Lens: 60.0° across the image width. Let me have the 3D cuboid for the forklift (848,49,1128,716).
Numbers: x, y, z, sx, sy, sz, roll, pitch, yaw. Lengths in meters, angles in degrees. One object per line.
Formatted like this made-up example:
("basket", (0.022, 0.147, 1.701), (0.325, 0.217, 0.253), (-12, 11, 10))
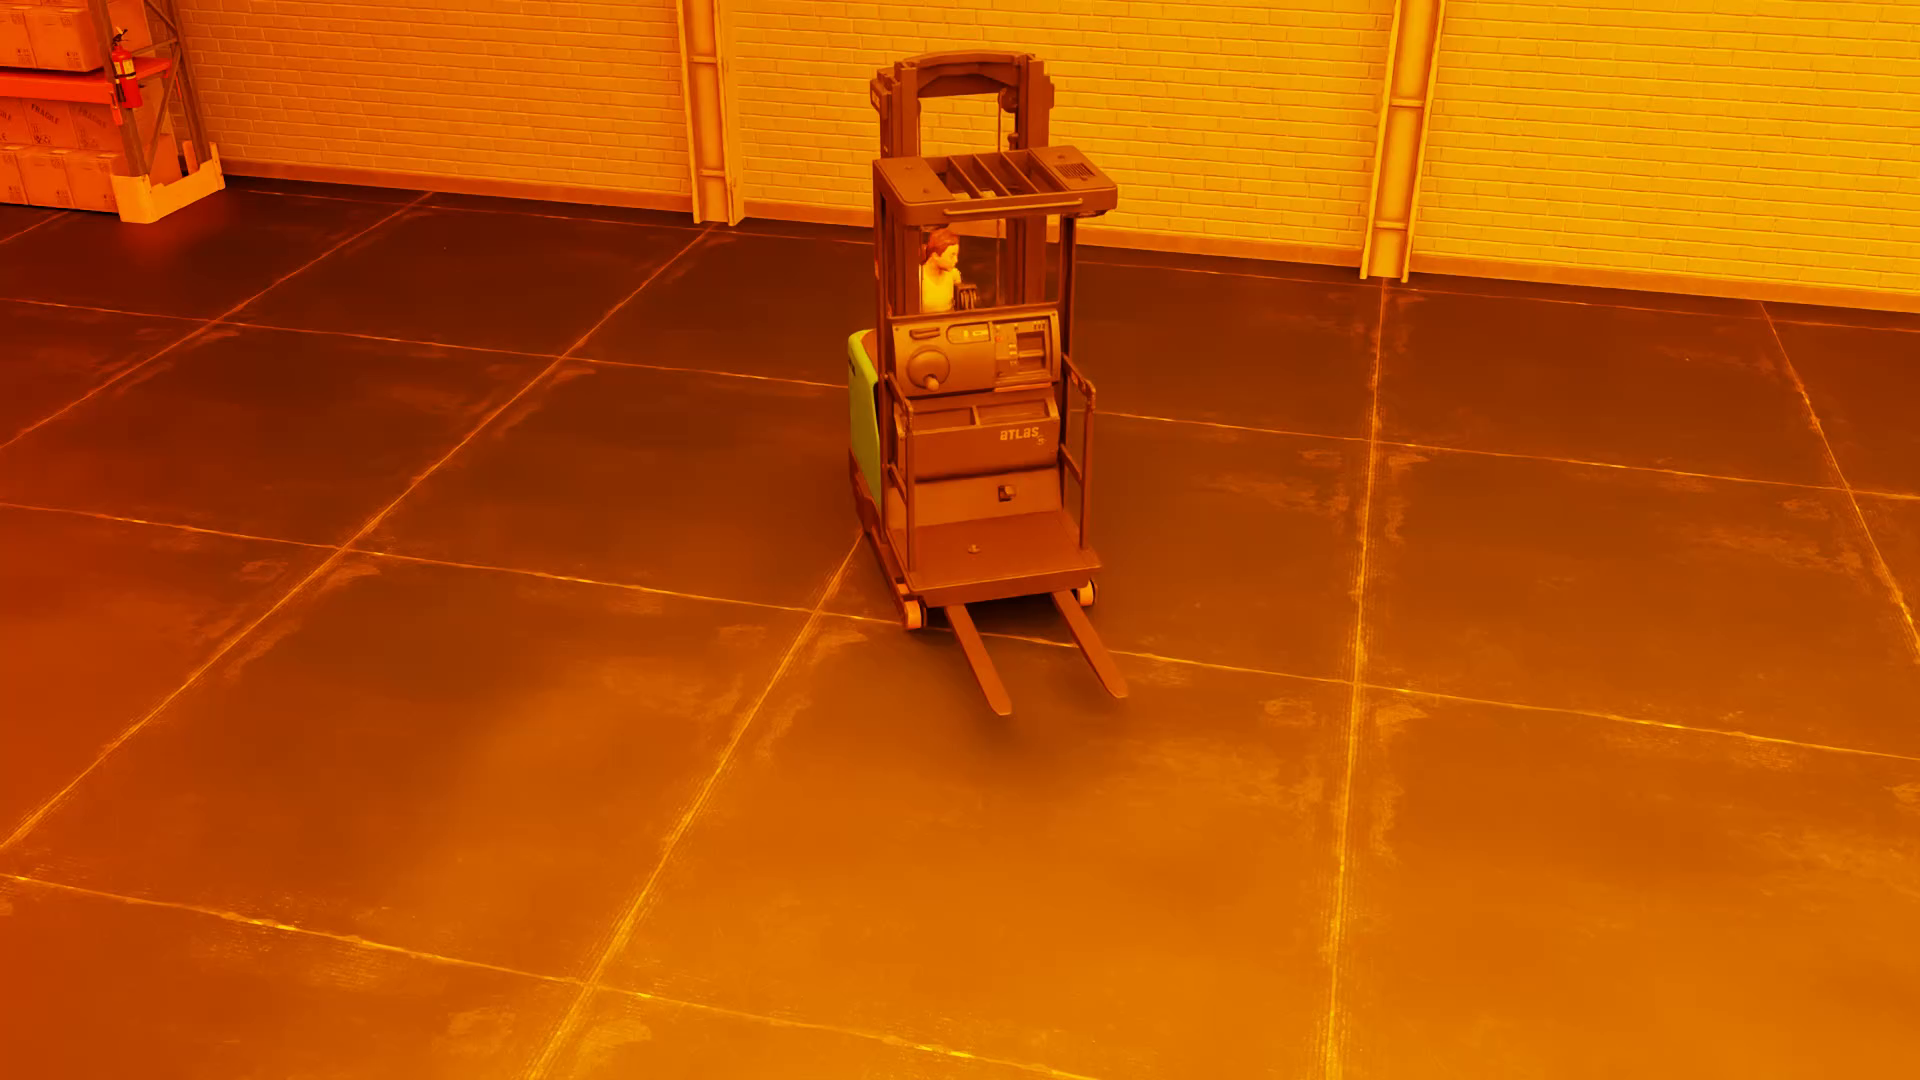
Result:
("forklift", (0.148, -0.983, 8.906), (1.130, 2.935, 3.031), (-7, 30, -12))

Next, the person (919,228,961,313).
("person", (-0.150, -1.232, 10.658), (0.771, 1.644, 0.386), (-23, 37, -35))
